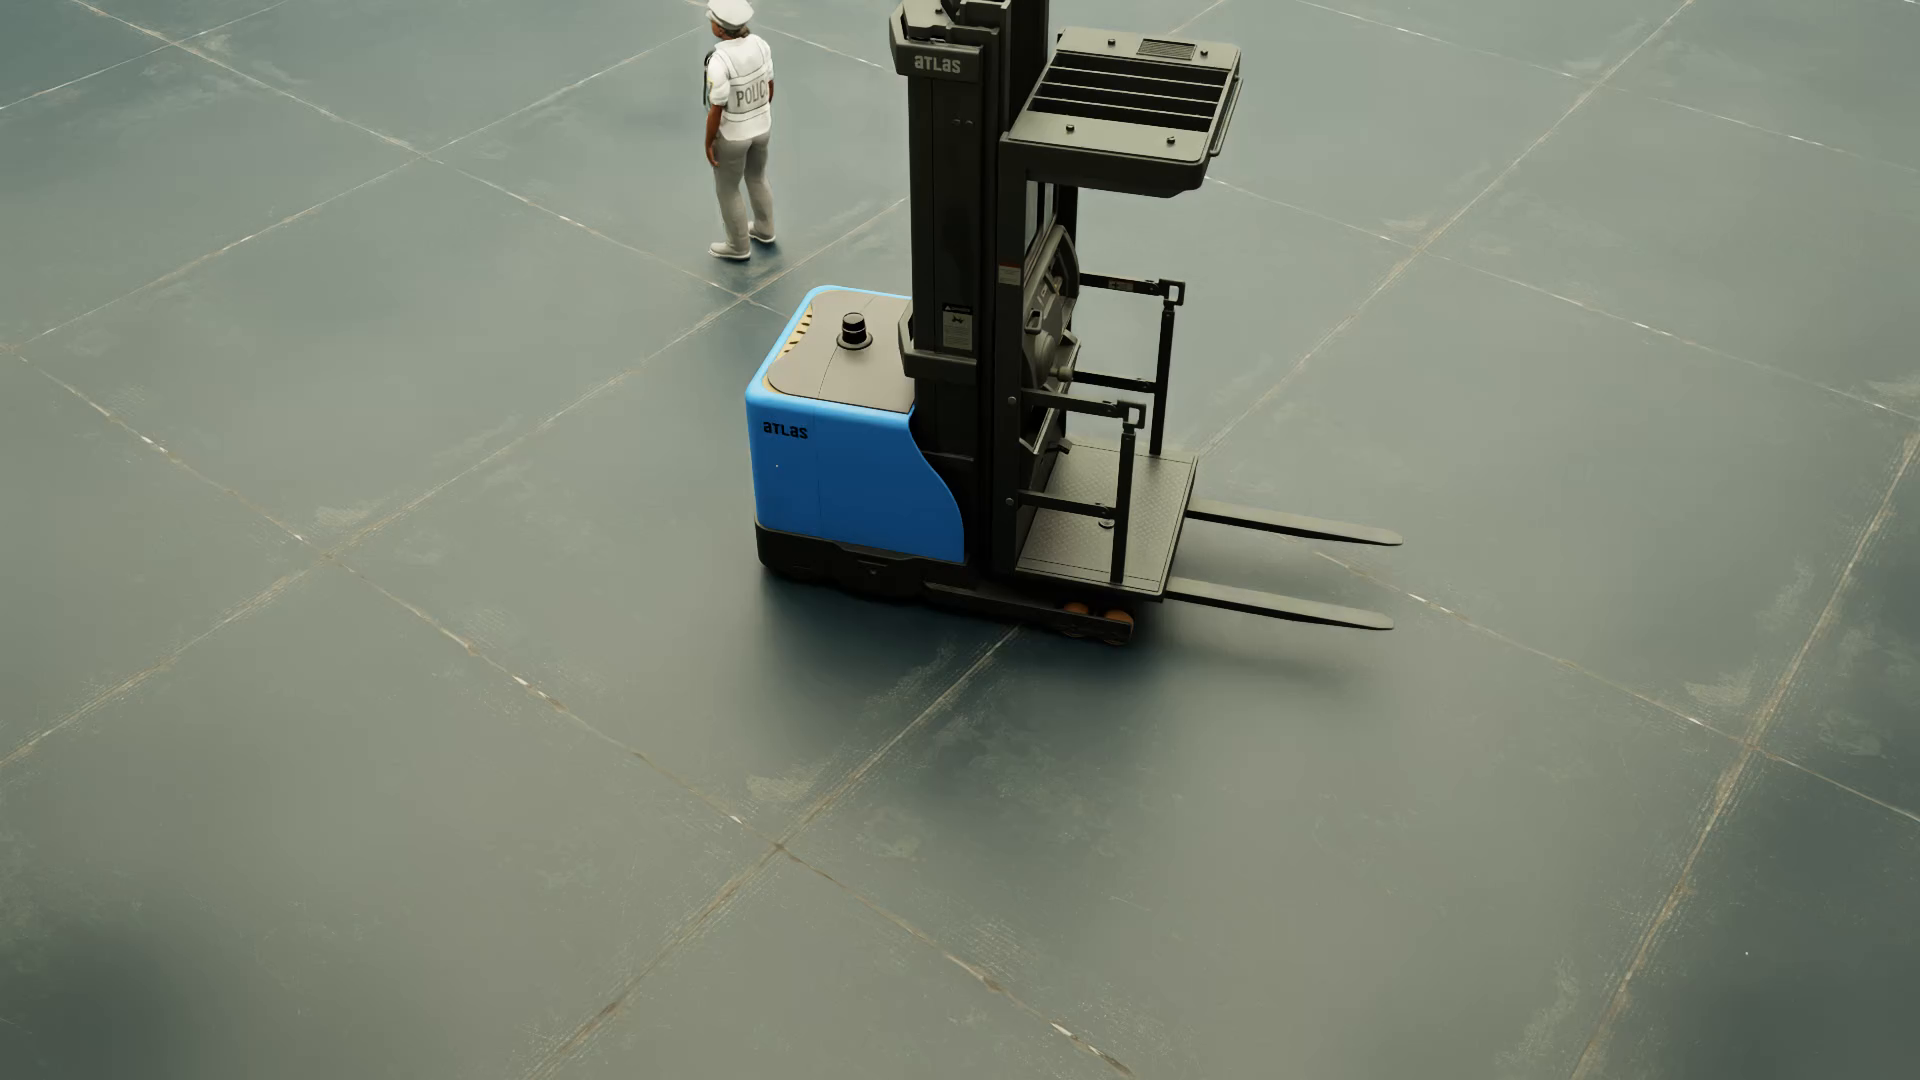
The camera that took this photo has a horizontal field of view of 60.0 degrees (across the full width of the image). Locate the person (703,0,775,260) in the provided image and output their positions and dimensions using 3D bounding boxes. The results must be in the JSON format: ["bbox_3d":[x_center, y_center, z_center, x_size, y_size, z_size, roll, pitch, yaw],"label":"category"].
[{"bbox_3d":[-1.346,-2.451,9.912,0.471,1.709,0.536,29,48,30],"label":"person"}]

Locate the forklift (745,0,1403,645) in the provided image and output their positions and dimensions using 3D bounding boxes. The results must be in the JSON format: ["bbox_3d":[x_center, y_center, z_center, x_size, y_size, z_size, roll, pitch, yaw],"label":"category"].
[{"bbox_3d":[0.587,-1.011,7.260,3.031,2.935,1.130,10,41,12],"label":"forklift"}]
